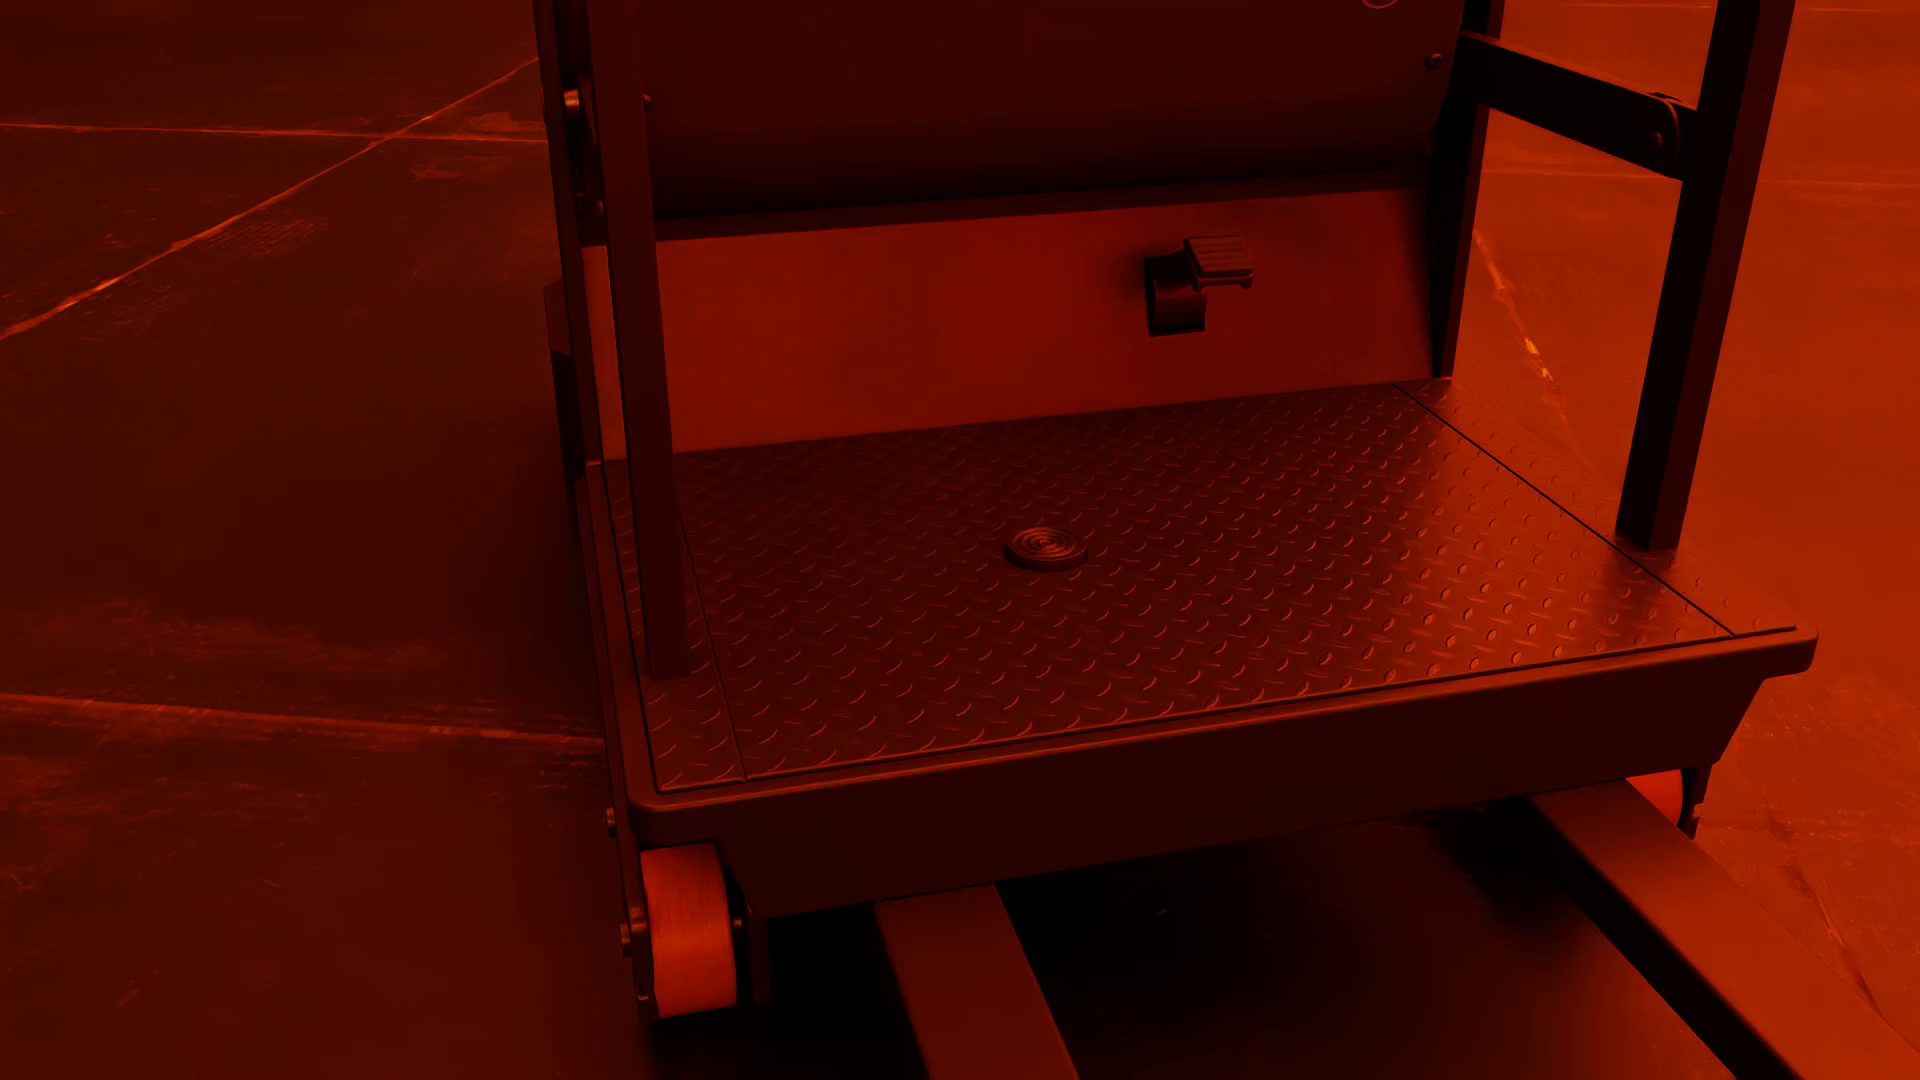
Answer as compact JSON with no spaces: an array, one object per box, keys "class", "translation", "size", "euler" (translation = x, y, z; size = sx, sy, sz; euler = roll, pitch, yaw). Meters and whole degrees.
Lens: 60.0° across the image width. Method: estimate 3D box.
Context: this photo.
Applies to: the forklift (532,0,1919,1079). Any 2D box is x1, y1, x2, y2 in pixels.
[{"class":"forklift","translation":[0.153,-1.049,1.319],"size":[1.130,2.935,3.031],"euler":[-7,27,-13]}]
